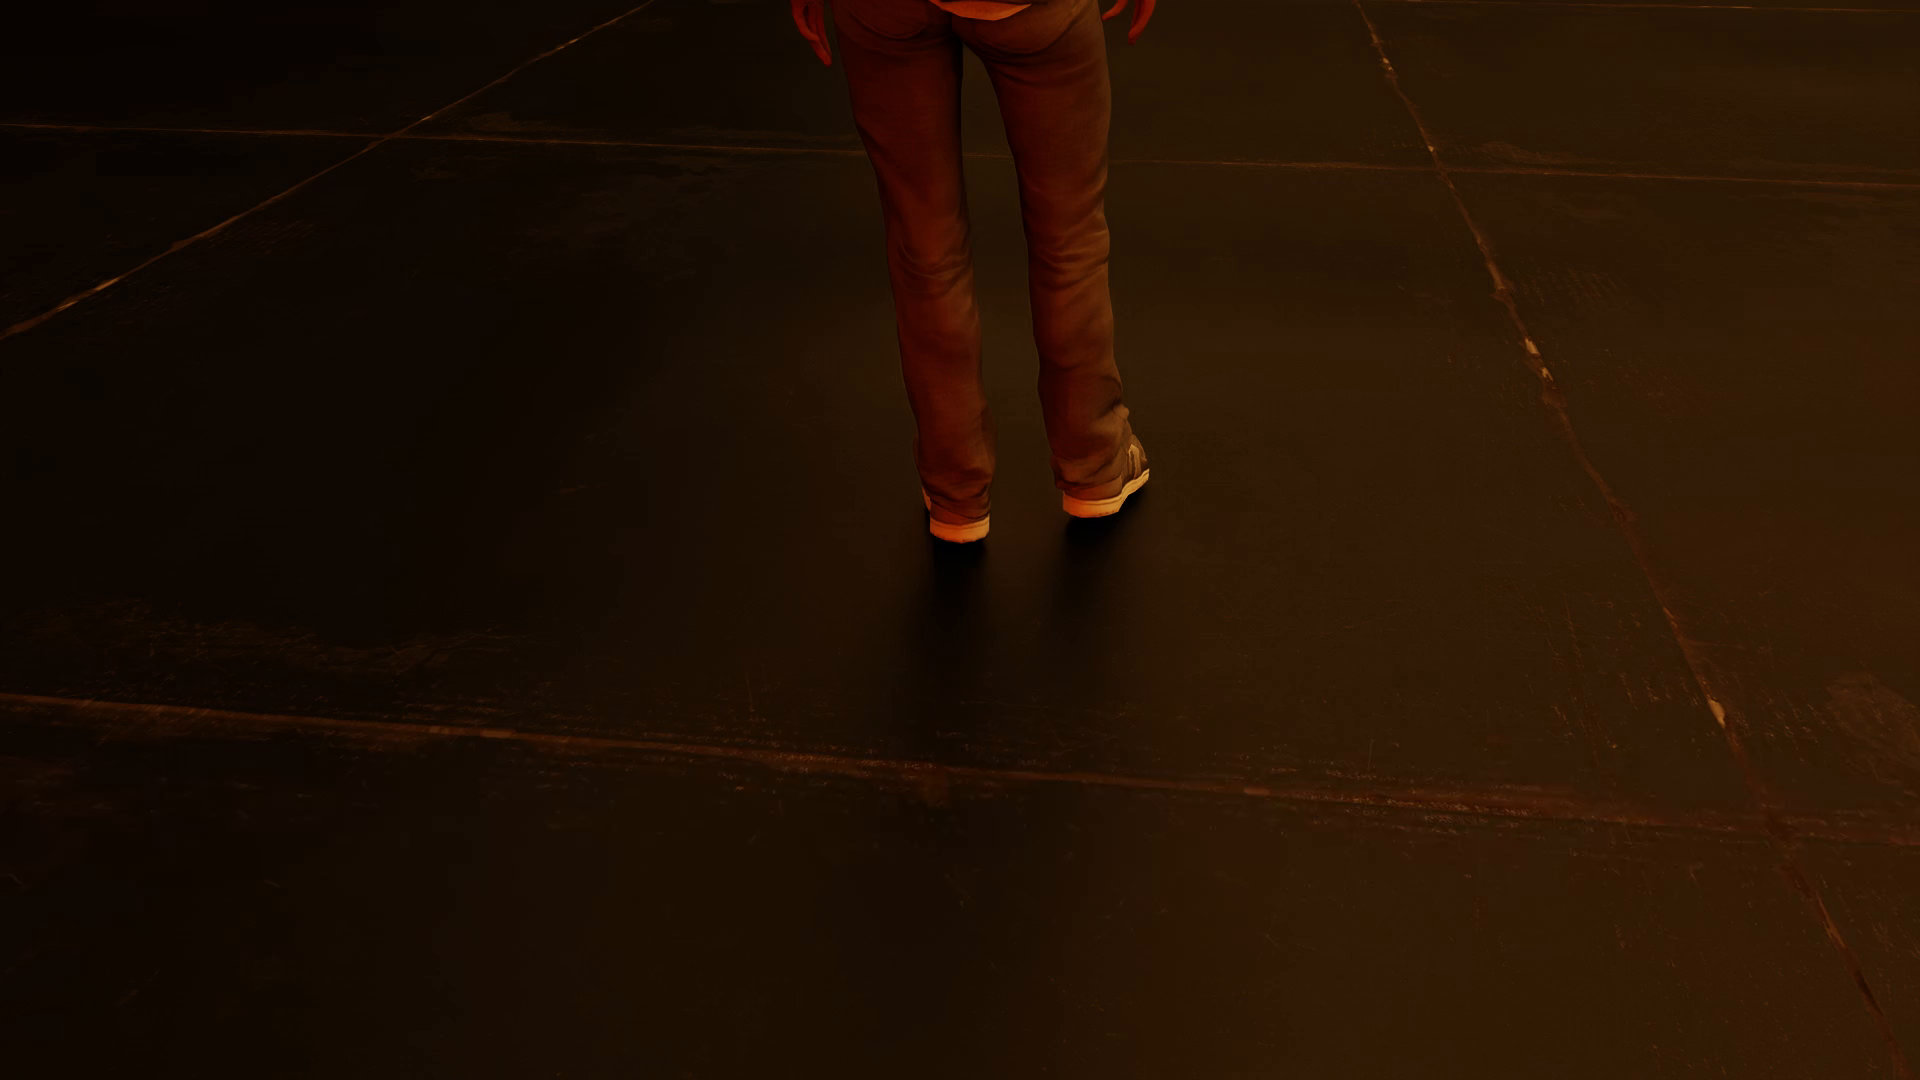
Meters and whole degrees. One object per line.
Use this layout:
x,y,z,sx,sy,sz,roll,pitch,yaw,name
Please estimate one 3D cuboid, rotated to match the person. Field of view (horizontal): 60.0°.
0.024,-0.753,2.204,0.521,1.596,0.475,3,27,7,person
